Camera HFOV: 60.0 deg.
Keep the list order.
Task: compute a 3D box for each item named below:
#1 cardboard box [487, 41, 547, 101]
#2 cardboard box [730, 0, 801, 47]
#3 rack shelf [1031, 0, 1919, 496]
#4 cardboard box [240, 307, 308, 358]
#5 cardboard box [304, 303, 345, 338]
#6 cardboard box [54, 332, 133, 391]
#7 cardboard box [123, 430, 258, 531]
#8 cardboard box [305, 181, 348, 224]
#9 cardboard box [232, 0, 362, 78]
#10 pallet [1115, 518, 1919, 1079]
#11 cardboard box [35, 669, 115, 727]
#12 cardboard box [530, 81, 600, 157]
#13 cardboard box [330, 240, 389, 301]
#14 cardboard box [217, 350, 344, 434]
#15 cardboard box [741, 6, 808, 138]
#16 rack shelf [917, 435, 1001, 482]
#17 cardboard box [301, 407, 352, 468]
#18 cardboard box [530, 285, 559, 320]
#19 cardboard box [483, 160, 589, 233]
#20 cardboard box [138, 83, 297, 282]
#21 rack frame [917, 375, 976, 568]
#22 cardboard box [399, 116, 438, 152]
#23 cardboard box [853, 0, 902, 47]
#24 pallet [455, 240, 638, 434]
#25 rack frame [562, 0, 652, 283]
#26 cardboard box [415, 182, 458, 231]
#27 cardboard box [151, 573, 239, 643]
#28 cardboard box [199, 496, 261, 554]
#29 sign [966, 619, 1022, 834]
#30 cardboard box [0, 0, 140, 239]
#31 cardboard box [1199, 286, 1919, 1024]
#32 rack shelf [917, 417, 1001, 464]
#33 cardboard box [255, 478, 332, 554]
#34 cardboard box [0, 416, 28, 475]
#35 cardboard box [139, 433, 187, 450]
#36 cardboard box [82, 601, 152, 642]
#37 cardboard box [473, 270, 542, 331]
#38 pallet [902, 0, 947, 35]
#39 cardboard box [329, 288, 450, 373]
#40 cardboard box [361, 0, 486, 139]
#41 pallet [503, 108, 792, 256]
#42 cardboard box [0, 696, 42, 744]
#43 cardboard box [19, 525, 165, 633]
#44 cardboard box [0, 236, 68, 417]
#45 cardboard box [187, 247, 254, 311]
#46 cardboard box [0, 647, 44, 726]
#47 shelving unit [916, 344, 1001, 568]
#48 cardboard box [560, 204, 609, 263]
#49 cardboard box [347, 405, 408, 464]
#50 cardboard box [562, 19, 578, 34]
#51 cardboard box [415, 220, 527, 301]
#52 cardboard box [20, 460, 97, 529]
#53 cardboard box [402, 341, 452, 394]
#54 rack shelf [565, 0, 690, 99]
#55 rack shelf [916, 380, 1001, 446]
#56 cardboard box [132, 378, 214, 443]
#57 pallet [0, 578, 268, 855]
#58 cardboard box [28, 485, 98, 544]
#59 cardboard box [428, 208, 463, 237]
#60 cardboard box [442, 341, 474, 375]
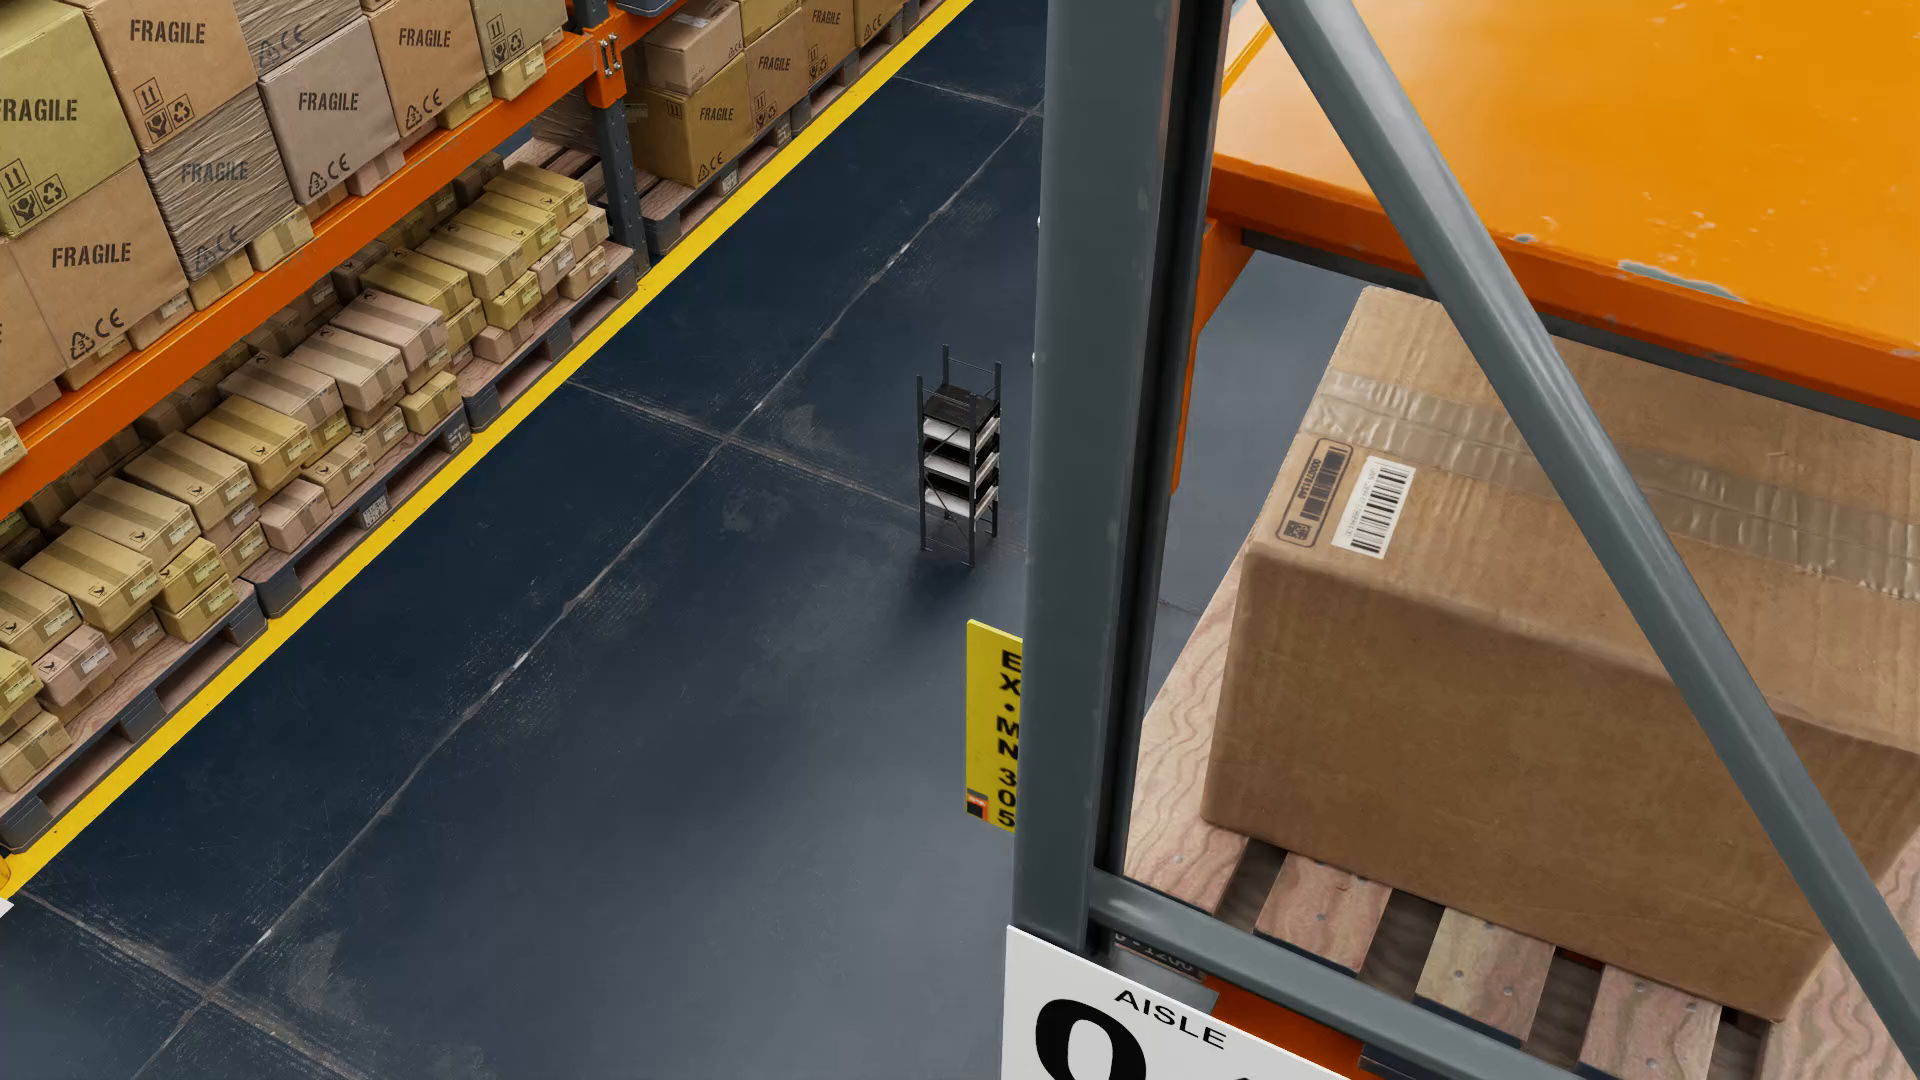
[{"bbox_3d":[-1.911,-1.941,6.736,0.380,0.149,0.250,19,48,18],"label":"cardboard box"},{"bbox_3d":[-1.141,-2.732,8.276,0.500,0.250,0.500,22,49,20],"label":"cardboard box"},{"bbox_3d":[1.455,-1.239,2.435,1.077,0.370,4.000,20,49,19],"label":"rack shelf"},{"bbox_3d":[-2.905,-0.857,6.779,0.380,0.149,0.250,19,48,17],"label":"cardboard box"},{"bbox_3d":[-2.810,-0.923,7.054,0.380,0.149,0.250,23,50,21],"label":"cardboard box"},{"bbox_3d":[-2.979,-0.670,5.480,0.380,0.149,0.250,20,49,19],"label":"cardboard box"},{"bbox_3d":[-2.845,-0.223,6.152,0.380,0.149,0.250,22,49,21],"label":"cardboard box"},{"bbox_3d":[-2.495,-1.315,6.117,0.380,0.149,0.250,20,49,18],"label":"cardboard box"},{"bbox_3d":[-2.427,-1.946,5.582,0.500,0.500,0.500,22,49,20],"label":"cardboard box"},{"bbox_3d":[0.861,0.242,2.355,1.003,0.211,1.213,20,49,19],"label":"pallet"},{"bbox_3d":[-3.244,0.473,5.883,0.380,0.149,0.250,20,49,19],"label":"cardboard box"},{"bbox_3d":[-1.843,-2.303,8.380,0.500,0.500,0.500,20,49,18],"label":"cardboard box"},{"bbox_3d":[-2.662,-1.190,7.108,0.380,0.149,0.250,19,48,18],"label":"cardboard box"},{"bbox_3d":[-2.650,-0.563,6.489,0.380,0.149,0.250,21,49,19],"label":"cardboard box"},{"bbox_3d":[-1.141,-2.466,8.540,0.500,0.500,0.500,23,50,21],"label":"cardboard box"},{"bbox_3d":[-0.004,-0.351,6.385,0.258,0.077,0.200,20,49,19],"label":"rack shelf"},{"bbox_3d":[-2.659,-0.474,6.609,0.380,0.149,0.250,23,50,21],"label":"cardboard box"},{"bbox_3d":[-2.038,-1.135,7.472,0.380,0.149,0.250,22,49,20],"label":"cardboard box"},{"bbox_3d":[-1.898,-1.530,7.444,0.380,0.149,0.250,22,49,20],"label":"cardboard box"},{"bbox_3d":[-2.671,-1.270,5.616,0.500,0.500,0.500,19,48,18],"label":"cardboard box"},{"bbox_3d":[-0.051,-0.247,6.362,0.240,0.900,0.006,20,49,19],"label":"rack frame"},{"bbox_3d":[-2.269,-1.653,6.451,0.380,0.149,0.250,19,48,18],"label":"cardboard box"},{"bbox_3d":[-0.656,-3.109,9.176,0.500,0.500,0.500,18,48,17],"label":"cardboard box"},{"bbox_3d":[-2.244,-1.070,7.659,1.003,0.211,1.213,20,49,19],"label":"pallet"},{"bbox_3d":[-1.963,-2.485,7.097,1.000,3.000,0.127,20,49,19],"label":"rack frame"},{"bbox_3d":[-2.487,-1.537,7.451,0.380,0.149,0.250,23,50,21],"label":"cardboard box"},{"bbox_3d":[-2.919,0.189,6.163,0.380,0.149,0.250,21,49,20],"label":"cardboard box"},{"bbox_3d":[-2.883,-0.122,6.262,0.380,0.149,0.250,18,48,17],"label":"cardboard box"},{"bbox_3d":[0.052,0.210,1.757,0.100,0.325,0.005,20,49,19],"label":"sign"},{"bbox_3d":[-2.887,-1.292,4.935,0.500,0.500,0.500,19,48,18],"label":"cardboard box"},{"bbox_3d":[0.720,0.118,1.979,0.700,0.500,0.500,18,48,17],"label":"cardboard box"},{"bbox_3d":[-0.004,-0.414,6.321,0.258,0.077,0.200,20,49,19],"label":"rack shelf"},{"bbox_3d":[-2.693,-0.131,6.480,0.380,0.149,0.250,18,48,17],"label":"cardboard box"},{"bbox_3d":[-3.126,-0.299,5.113,0.380,0.149,0.250,19,48,18],"label":"cardboard box"},{"bbox_3d":[-3.224,-0.456,6.591,0.380,0.149,0.250,23,50,21],"label":"cardboard box"},{"bbox_3d":[-3.137,0.202,5.941,0.380,0.149,0.250,21,49,20],"label":"cardboard box"},{"bbox_3d":[-2.051,-1.083,7.211,0.380,0.149,0.250,19,48,18],"label":"cardboard box"},{"bbox_3d":[-0.470,-3.533,10.093,1.003,0.211,1.213,20,49,19],"label":"pallet"},{"bbox_3d":[-2.324,-0.858,6.779,0.380,0.149,0.250,18,48,17],"label":"cardboard box"},{"bbox_3d":[-2.180,-1.900,6.239,0.500,0.500,0.500,19,48,18],"label":"cardboard box"},{"bbox_3d":[-1.603,-1.996,8.574,1.003,0.211,1.213,20,49,19],"label":"pallet"},{"bbox_3d":[-3.349,0.539,5.608,0.380,0.149,0.250,22,49,21],"label":"cardboard box"},{"bbox_3d":[-3.024,0.132,5.801,0.380,0.149,0.250,20,49,19],"label":"cardboard box"},{"bbox_3d":[-3.141,-0.642,4.996,0.500,0.500,0.500,21,49,19],"label":"cardboard box"},{"bbox_3d":[-2.700,-0.972,5.779,0.380,0.149,0.250,22,49,20],"label":"cardboard box"},{"bbox_3d":[-3.276,0.462,5.475,0.380,0.149,0.250,18,48,17],"label":"cardboard box"},{"bbox_3d":[-0.004,-0.311,6.425,0.258,0.900,0.210,20,49,19],"label":"shelving unit"},{"bbox_3d":[-1.828,-1.432,7.556,0.380,0.149,0.250,21,49,20],"label":"cardboard box"},{"bbox_3d":[-2.504,-0.477,6.821,0.380,0.149,0.250,21,49,20],"label":"cardboard box"},{"bbox_3d":[-1.841,-2.570,8.116,0.500,0.250,0.500,19,48,18],"label":"cardboard box"},{"bbox_3d":[-2.090,-1.196,7.114,0.380,0.149,0.250,20,49,19],"label":"cardboard box"},{"bbox_3d":[-3.447,-0.224,6.153,0.380,0.149,0.250,19,48,18],"label":"cardboard box"},{"bbox_3d":[-2.355,-0.790,6.922,0.380,0.149,0.250,22,49,20],"label":"cardboard box"},{"bbox_3d":[-1.035,-3.492,8.598,1.077,0.370,4.000,20,49,19],"label":"rack shelf"},{"bbox_3d":[-0.004,-0.478,6.257,0.258,0.077,0.200,20,49,19],"label":"rack shelf"},{"bbox_3d":[-3.151,-0.541,6.466,0.380,0.149,0.250,19,48,18],"label":"cardboard box"},{"bbox_3d":[-3.376,0.467,6.140,1.003,0.211,1.213,20,49,19],"label":"pallet"},{"bbox_3d":[-3.372,-0.105,6.245,0.380,0.149,0.250,20,49,19],"label":"cardboard box"},{"bbox_3d":[-2.453,-1.423,7.548,0.380,0.149,0.250,21,49,19],"label":"cardboard box"},{"bbox_3d":[-2.334,-0.821,7.162,0.380,0.149,0.250,19,48,18],"label":"cardboard box"}]
